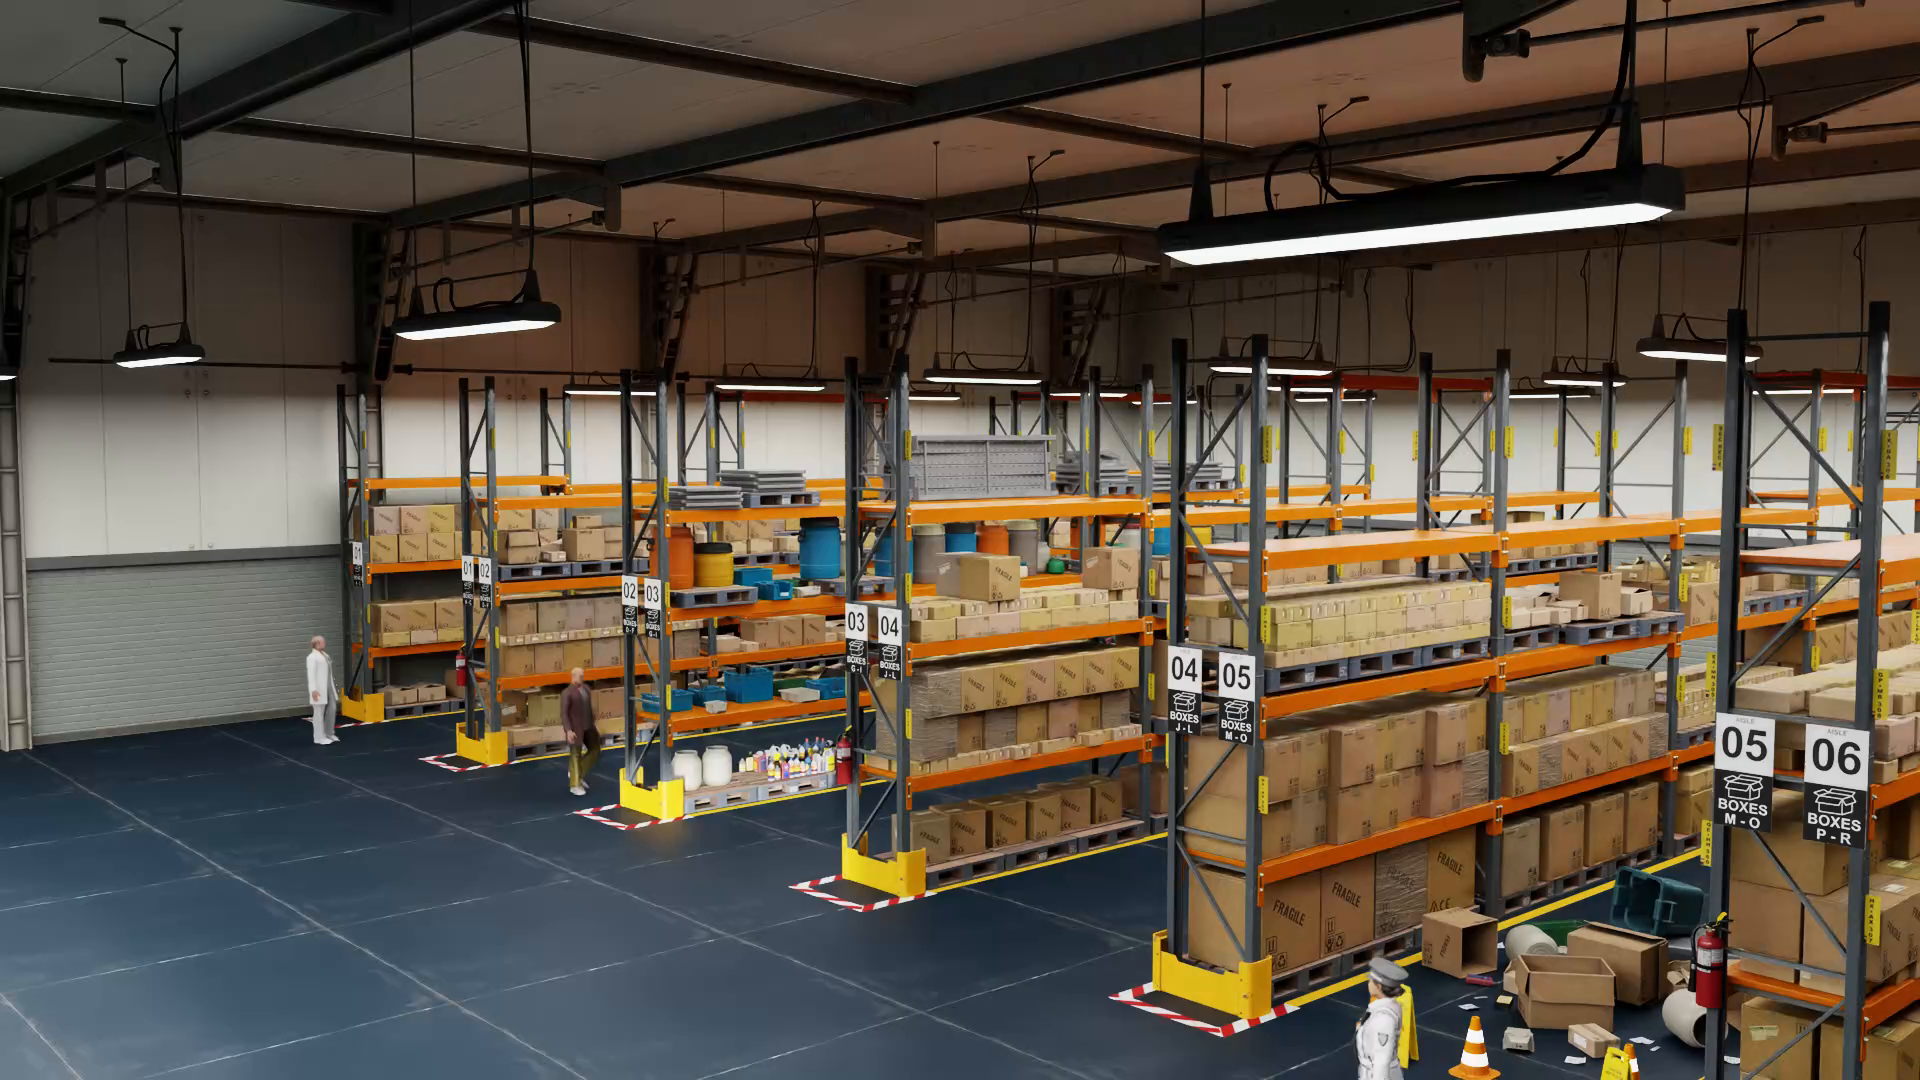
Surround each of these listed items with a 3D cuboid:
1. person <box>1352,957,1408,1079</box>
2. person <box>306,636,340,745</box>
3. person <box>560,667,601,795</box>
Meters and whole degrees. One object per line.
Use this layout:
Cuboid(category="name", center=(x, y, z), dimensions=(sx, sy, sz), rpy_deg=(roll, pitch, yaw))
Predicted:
Cuboid(category="person", center=(2.734, 3.602, 10.918), dimensions=(0.398, 1.695, 0.542), rpy_deg=(1, 4, 8))
Cuboid(category="person", center=(-10.546, 2.493, 27.504), dimensions=(0.473, 1.823, 0.649), rpy_deg=(1, 4, 18))
Cuboid(category="person", center=(-5.414, 2.710, 23.781), dimensions=(0.564, 1.782, 0.735), rpy_deg=(2, 4, 31))
